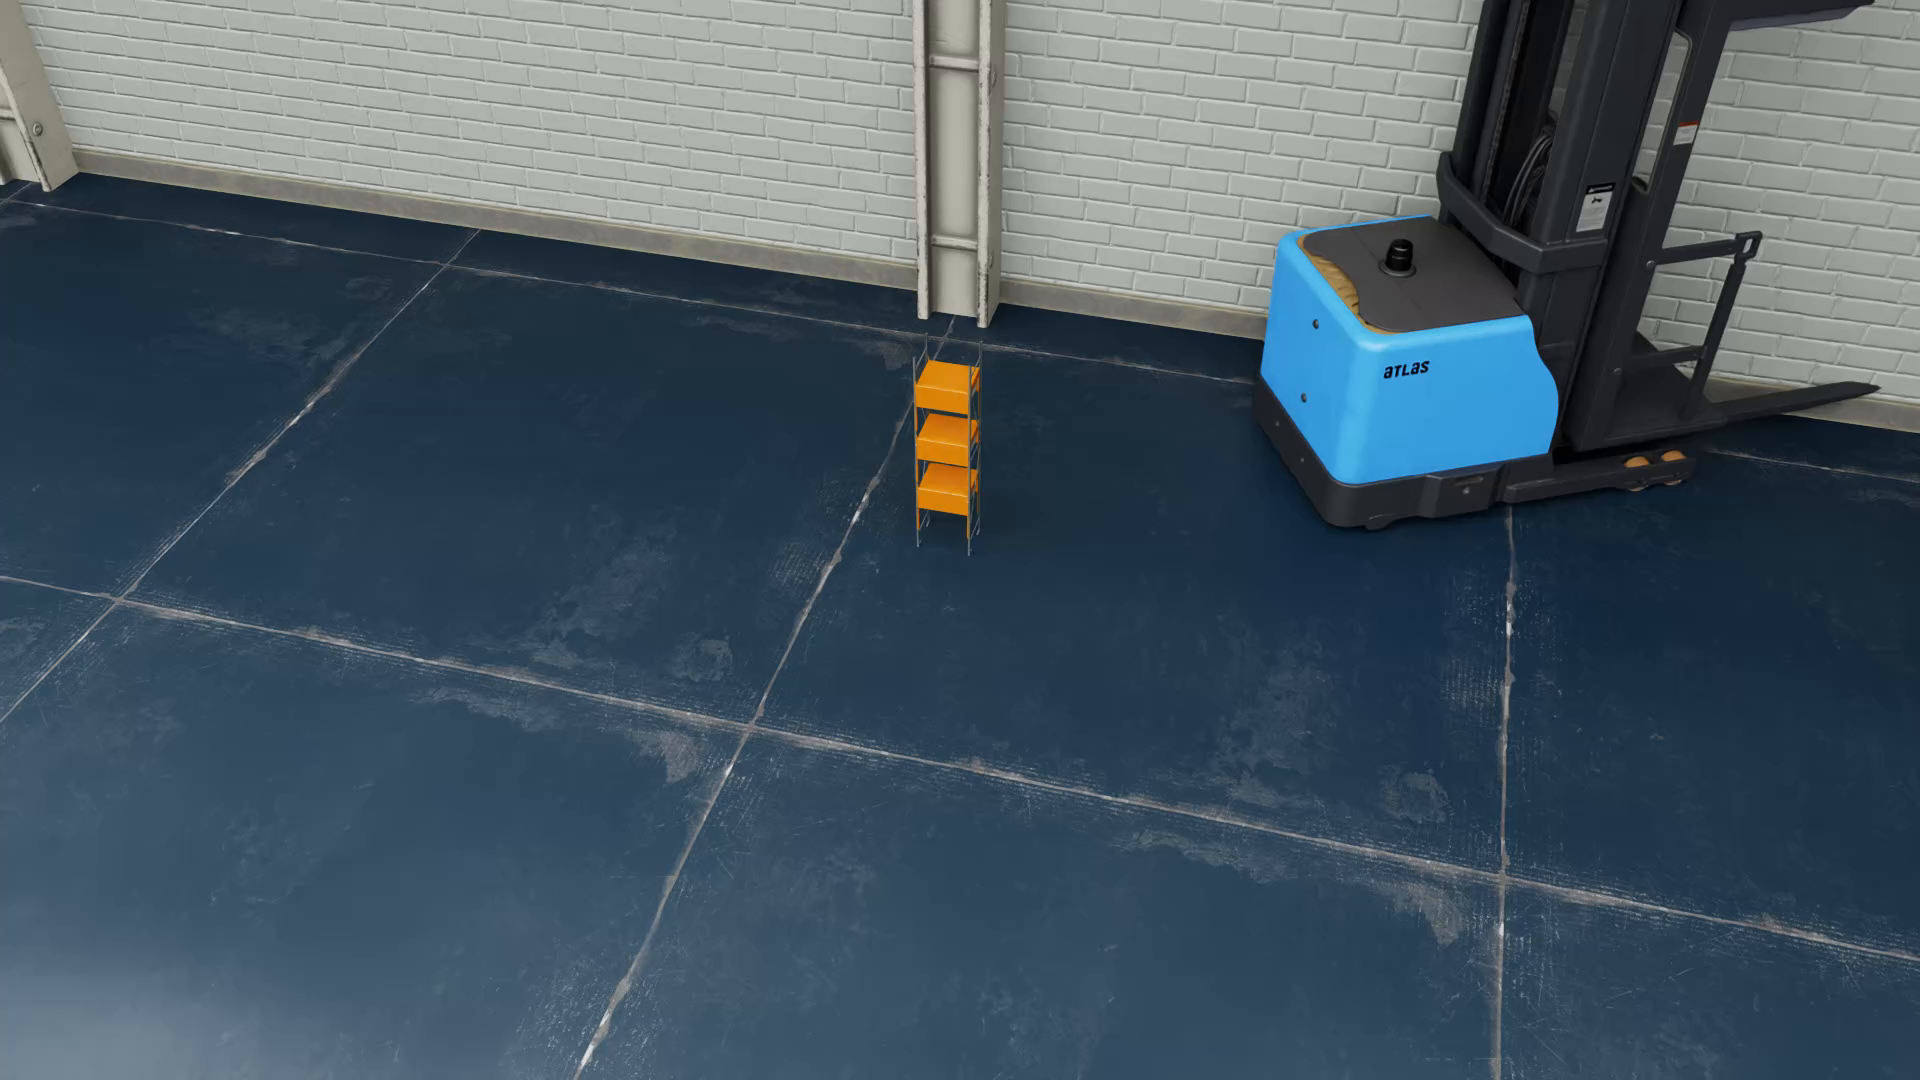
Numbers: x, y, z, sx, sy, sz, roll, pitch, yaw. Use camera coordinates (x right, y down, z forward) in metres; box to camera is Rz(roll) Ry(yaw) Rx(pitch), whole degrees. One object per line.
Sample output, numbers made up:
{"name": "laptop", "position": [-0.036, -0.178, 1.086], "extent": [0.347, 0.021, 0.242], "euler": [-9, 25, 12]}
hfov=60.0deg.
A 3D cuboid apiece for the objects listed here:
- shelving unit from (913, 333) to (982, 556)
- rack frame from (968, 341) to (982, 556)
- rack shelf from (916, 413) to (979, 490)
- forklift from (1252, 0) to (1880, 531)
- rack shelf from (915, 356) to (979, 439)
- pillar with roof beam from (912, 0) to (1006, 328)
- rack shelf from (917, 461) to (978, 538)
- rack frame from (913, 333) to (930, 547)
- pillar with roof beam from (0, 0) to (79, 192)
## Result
{"name": "shelving unit", "position": [-0.052, -0.411, 7.423], "extent": [0.252, 1.050, 0.215], "euler": [10, 41, 11]}
{"name": "rack frame", "position": [0.066, -0.391, 7.399], "extent": [0.008, 1.050, 0.200], "euler": [10, 41, 11]}
{"name": "rack shelf", "position": [-0.052, -0.403, 7.430], "extent": [0.240, 0.259, 0.215], "euler": [10, 41, 11]}
{"name": "forklift", "position": [3.052, -1.679, 7.470], "extent": [3.031, 2.935, 1.130], "euler": [-9, 41, -11]}
{"name": "rack shelf", "position": [-0.052, -0.620, 7.247], "extent": [0.240, 0.259, 0.215], "euler": [10, 41, 11]}
{"name": "pillar with roof beam", "position": [-1.116, -2.065, 3.212], "extent": [0.400, 9.000, 9.100], "euler": [10, 41, 11]}
{"name": "rack shelf", "position": [-0.052, -0.190, 7.608], "extent": [0.240, 0.259, 0.215], "euler": [10, 41, 11]}
{"name": "rack frame", "position": [-0.170, -0.431, 7.447], "extent": [0.008, 1.050, 0.200], "euler": [10, 41, 11]}
{"name": "pillar with roof beam", "position": [-6.912, -3.062, 4.399], "extent": [0.400, 9.000, 9.100], "euler": [10, 41, 11]}
